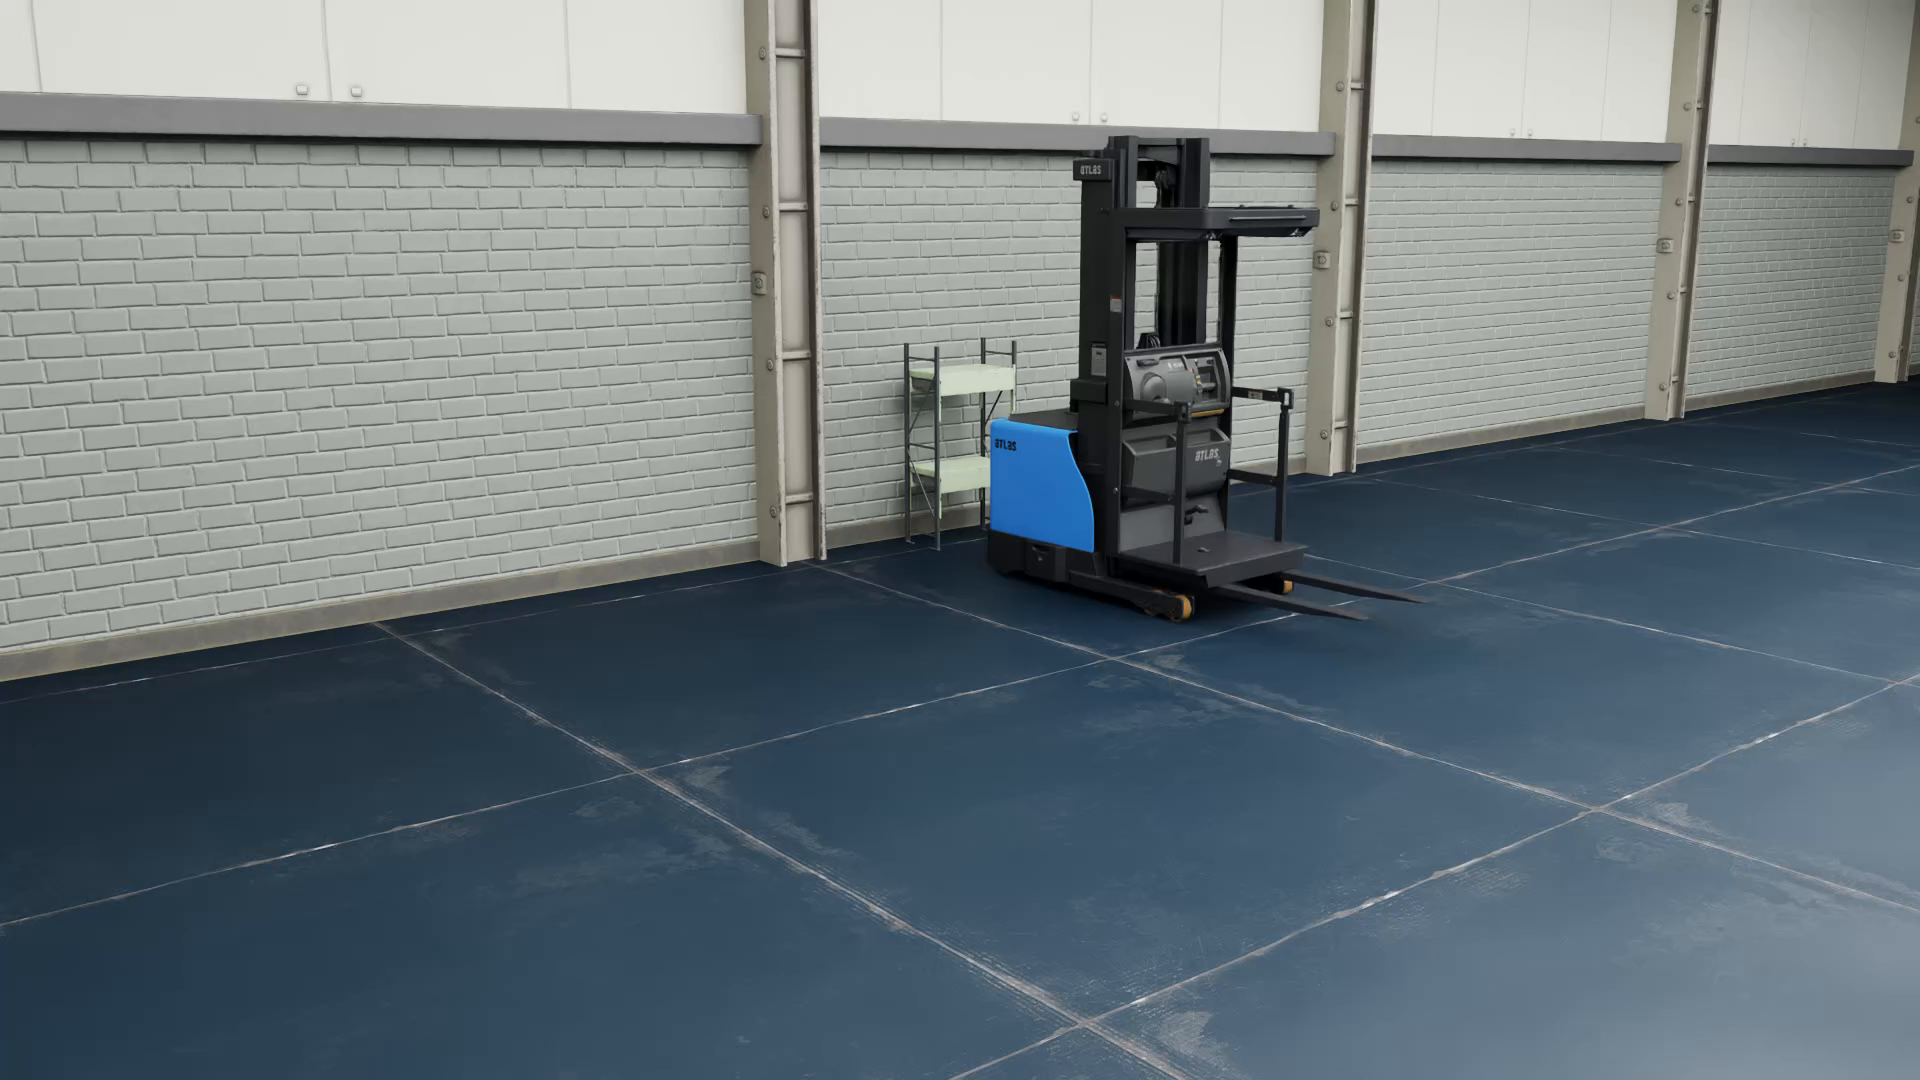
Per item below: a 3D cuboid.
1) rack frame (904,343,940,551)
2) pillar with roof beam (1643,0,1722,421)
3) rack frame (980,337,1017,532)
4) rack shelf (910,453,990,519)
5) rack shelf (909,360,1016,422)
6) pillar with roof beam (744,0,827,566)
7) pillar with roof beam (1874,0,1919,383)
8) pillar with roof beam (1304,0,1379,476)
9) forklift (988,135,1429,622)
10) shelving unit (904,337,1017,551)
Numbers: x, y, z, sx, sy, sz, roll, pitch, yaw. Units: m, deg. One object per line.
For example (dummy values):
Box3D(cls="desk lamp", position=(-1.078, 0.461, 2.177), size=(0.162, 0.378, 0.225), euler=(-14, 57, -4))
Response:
Box3D(cls="rack frame", position=(-0.281, -0.687, 12.253), size=(0.023, 1.500, 0.400), euler=(-9, 15, -38))
Box3D(cls="pillar with roof beam", position=(10.852, -5.123, 15.092), size=(0.400, 9.000, 9.100), euler=(-9, 15, -38))
Box3D(cls="rack frame", position=(0.291, -0.782, 12.701), size=(0.023, 1.500, 0.400), euler=(-9, 15, -38))
Box3D(cls="rack shelf", position=(0.005, -0.416, 12.545), size=(0.720, 0.370, 0.431), euler=(-9, 15, -38))
Box3D(cls="rack shelf", position=(0.005, -1.116, 12.396), size=(0.720, 0.370, 0.431), euler=(-9, 15, -38))
Box3D(cls="pillar with roof beam", position=(1.482, -3.566, 7.759), size=(0.400, 9.000, 9.100), euler=(-9, 15, -38))
Box3D(cls="pillar with roof beam", position=(15.537, -5.902, 18.758), size=(0.400, 9.000, 9.100), euler=(-9, 15, -38))
Box3D(cls="pillar with roof beam", position=(6.167, -4.345, 11.425), size=(0.400, 9.000, 9.100), euler=(-9, 15, -38))
Box3D(cls="forklift", position=(1.538, -1.047, 10.505), size=(1.130, 2.935, 3.031), euler=(-10, 16, -40))
Box3D(cls="shelving unit", position=(0.005, -0.735, 12.477), size=(0.755, 1.500, 0.431), euler=(-9, 15, -38))
